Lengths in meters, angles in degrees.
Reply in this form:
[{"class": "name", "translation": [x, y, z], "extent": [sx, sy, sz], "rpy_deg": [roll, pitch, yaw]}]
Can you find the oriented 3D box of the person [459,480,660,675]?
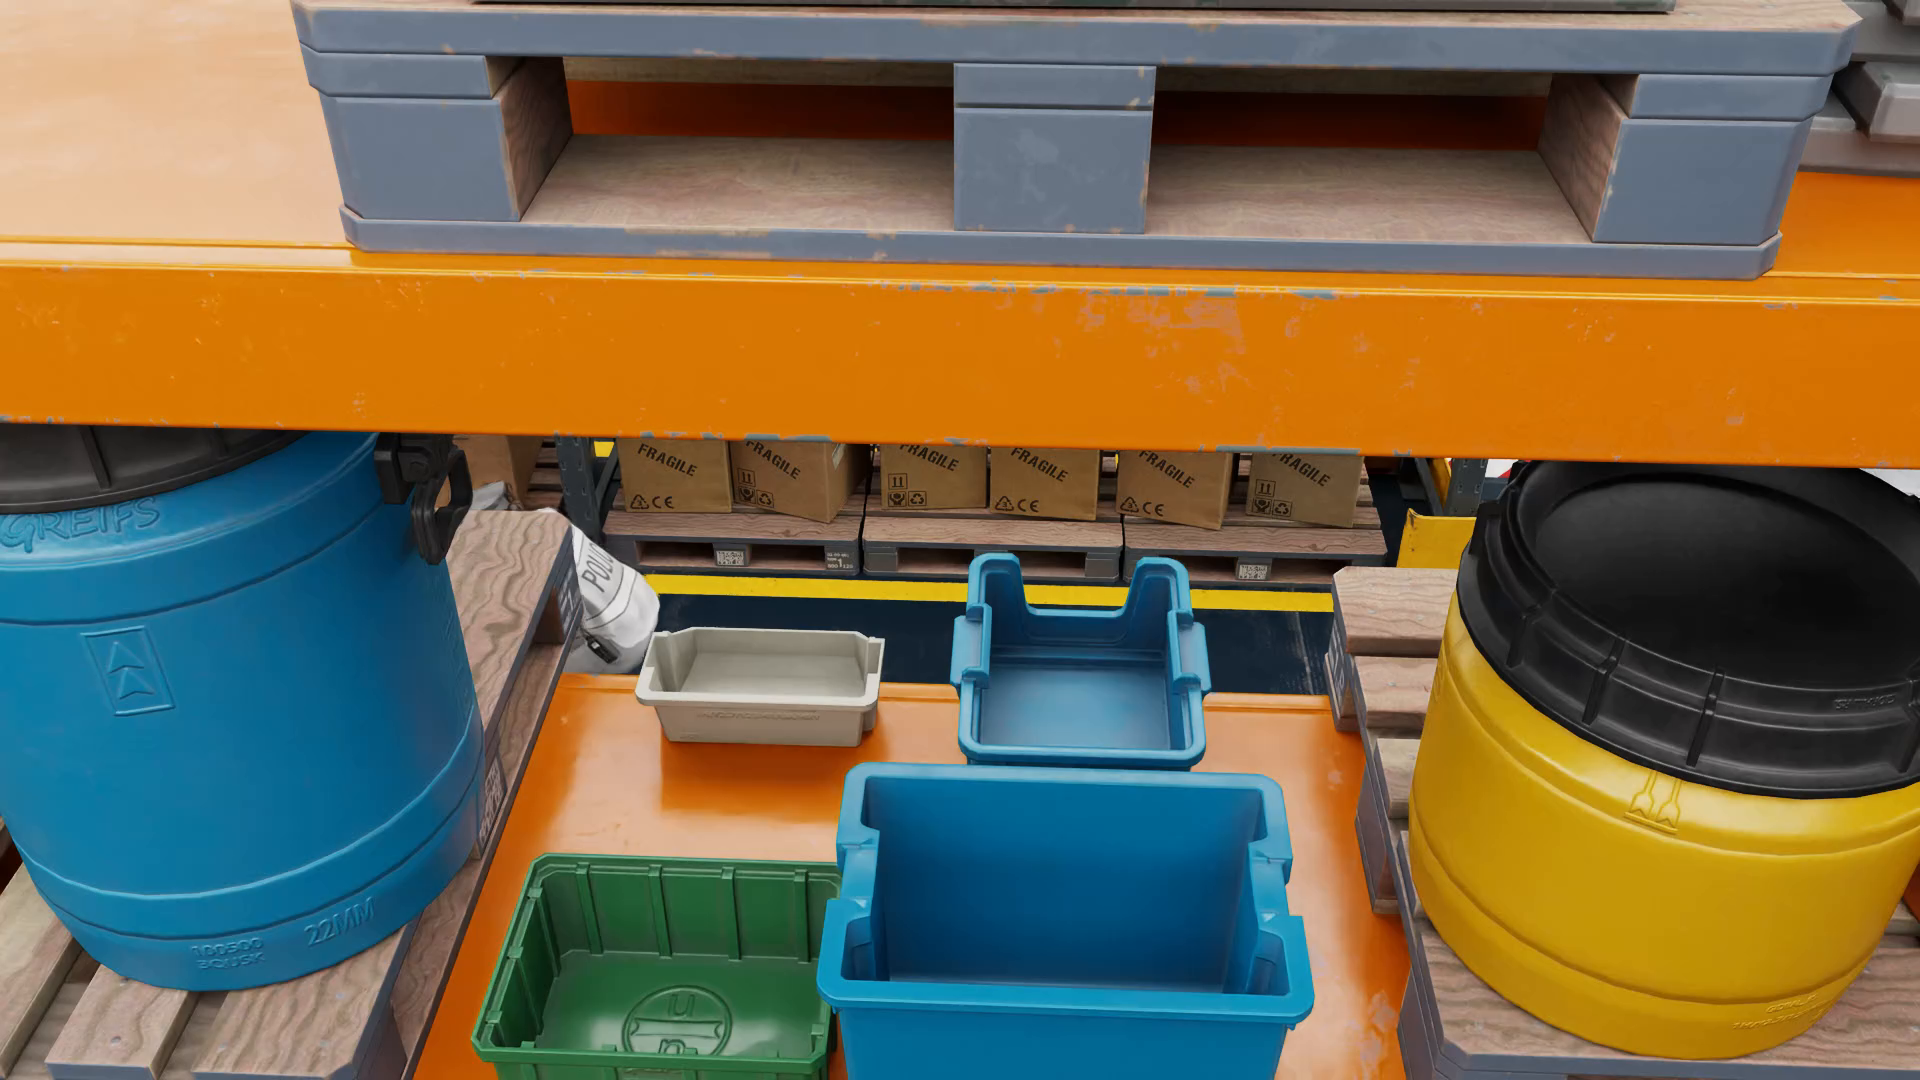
[{"class": "person", "translation": [-1.525, 0.372, 6.411], "extent": [0.723, 1.345, 0.535], "rpy_deg": [1, 36, 2]}]
